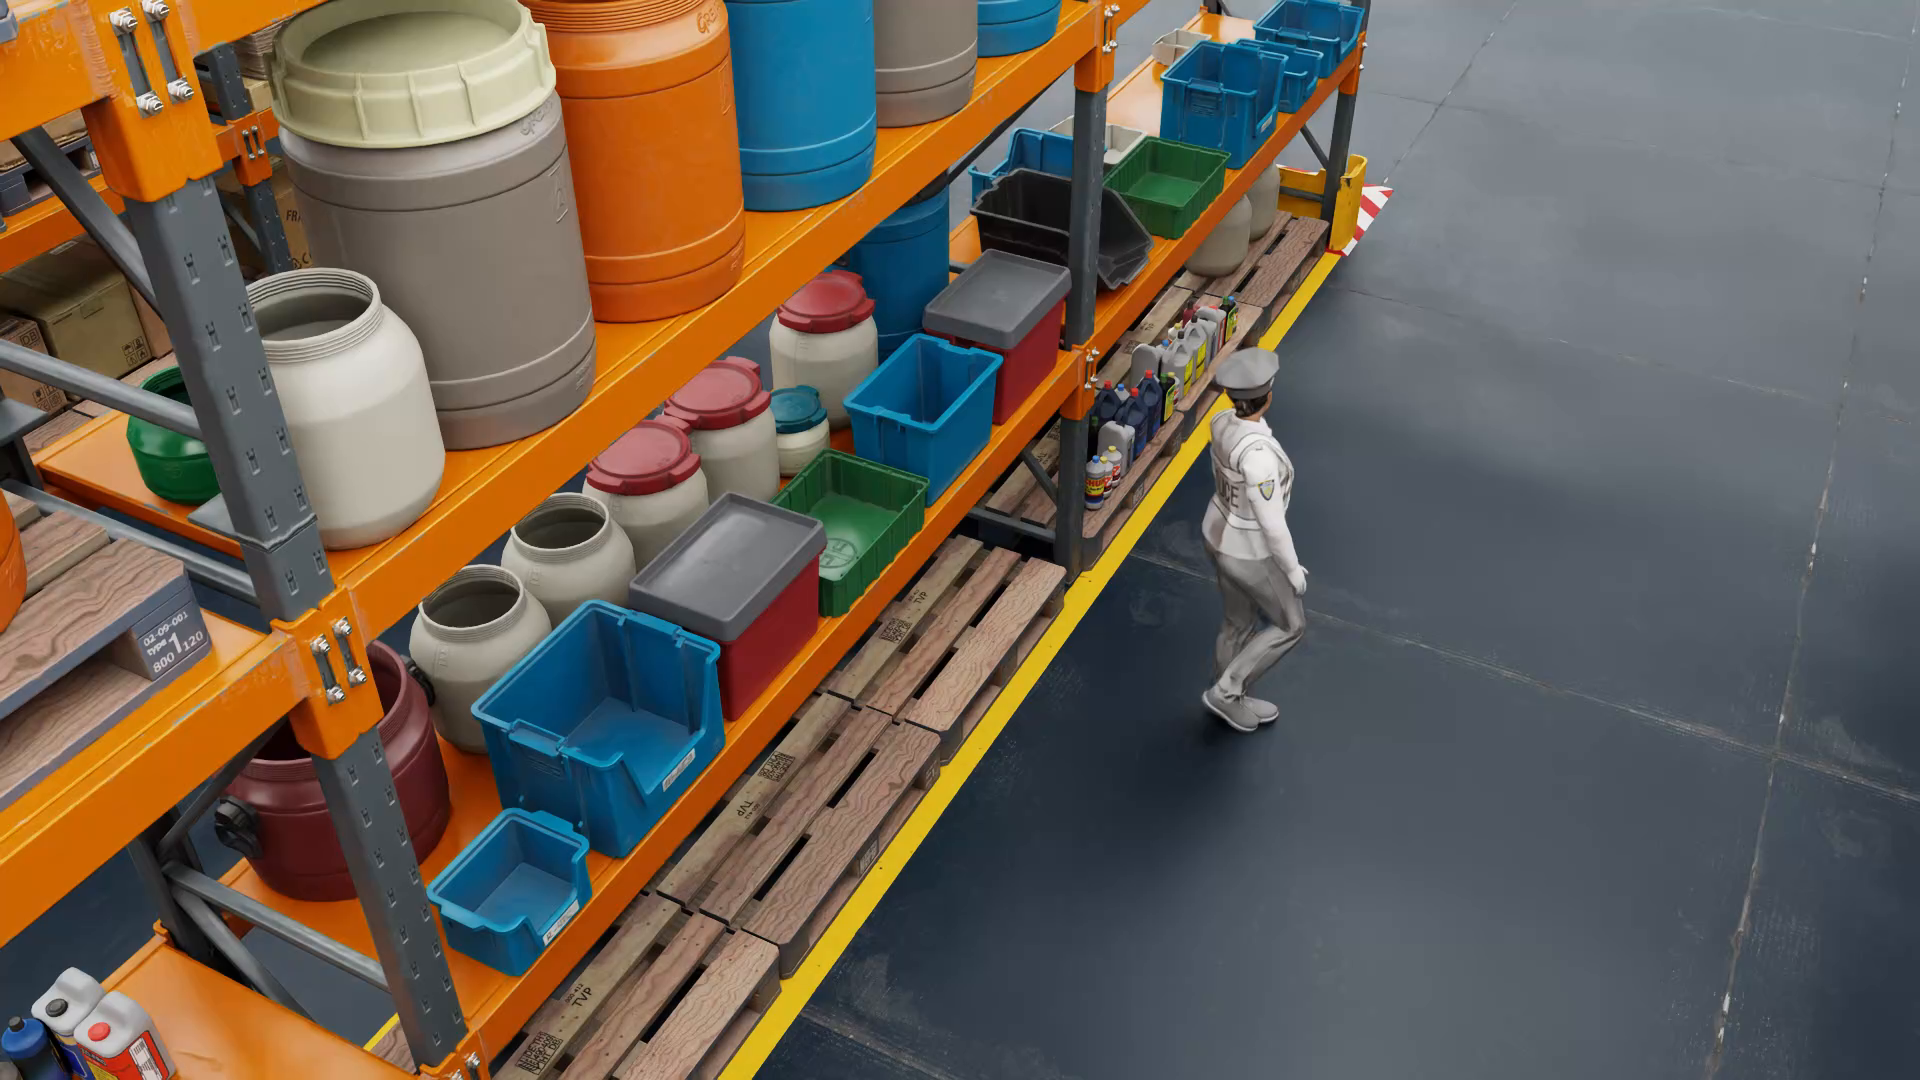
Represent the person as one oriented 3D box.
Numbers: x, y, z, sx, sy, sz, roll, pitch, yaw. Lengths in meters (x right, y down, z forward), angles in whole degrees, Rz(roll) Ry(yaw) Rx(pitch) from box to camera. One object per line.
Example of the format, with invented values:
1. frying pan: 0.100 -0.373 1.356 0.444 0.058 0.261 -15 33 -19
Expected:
1. person: 1.174 0.042 6.720 0.422 1.662 0.589 -7 38 -8
